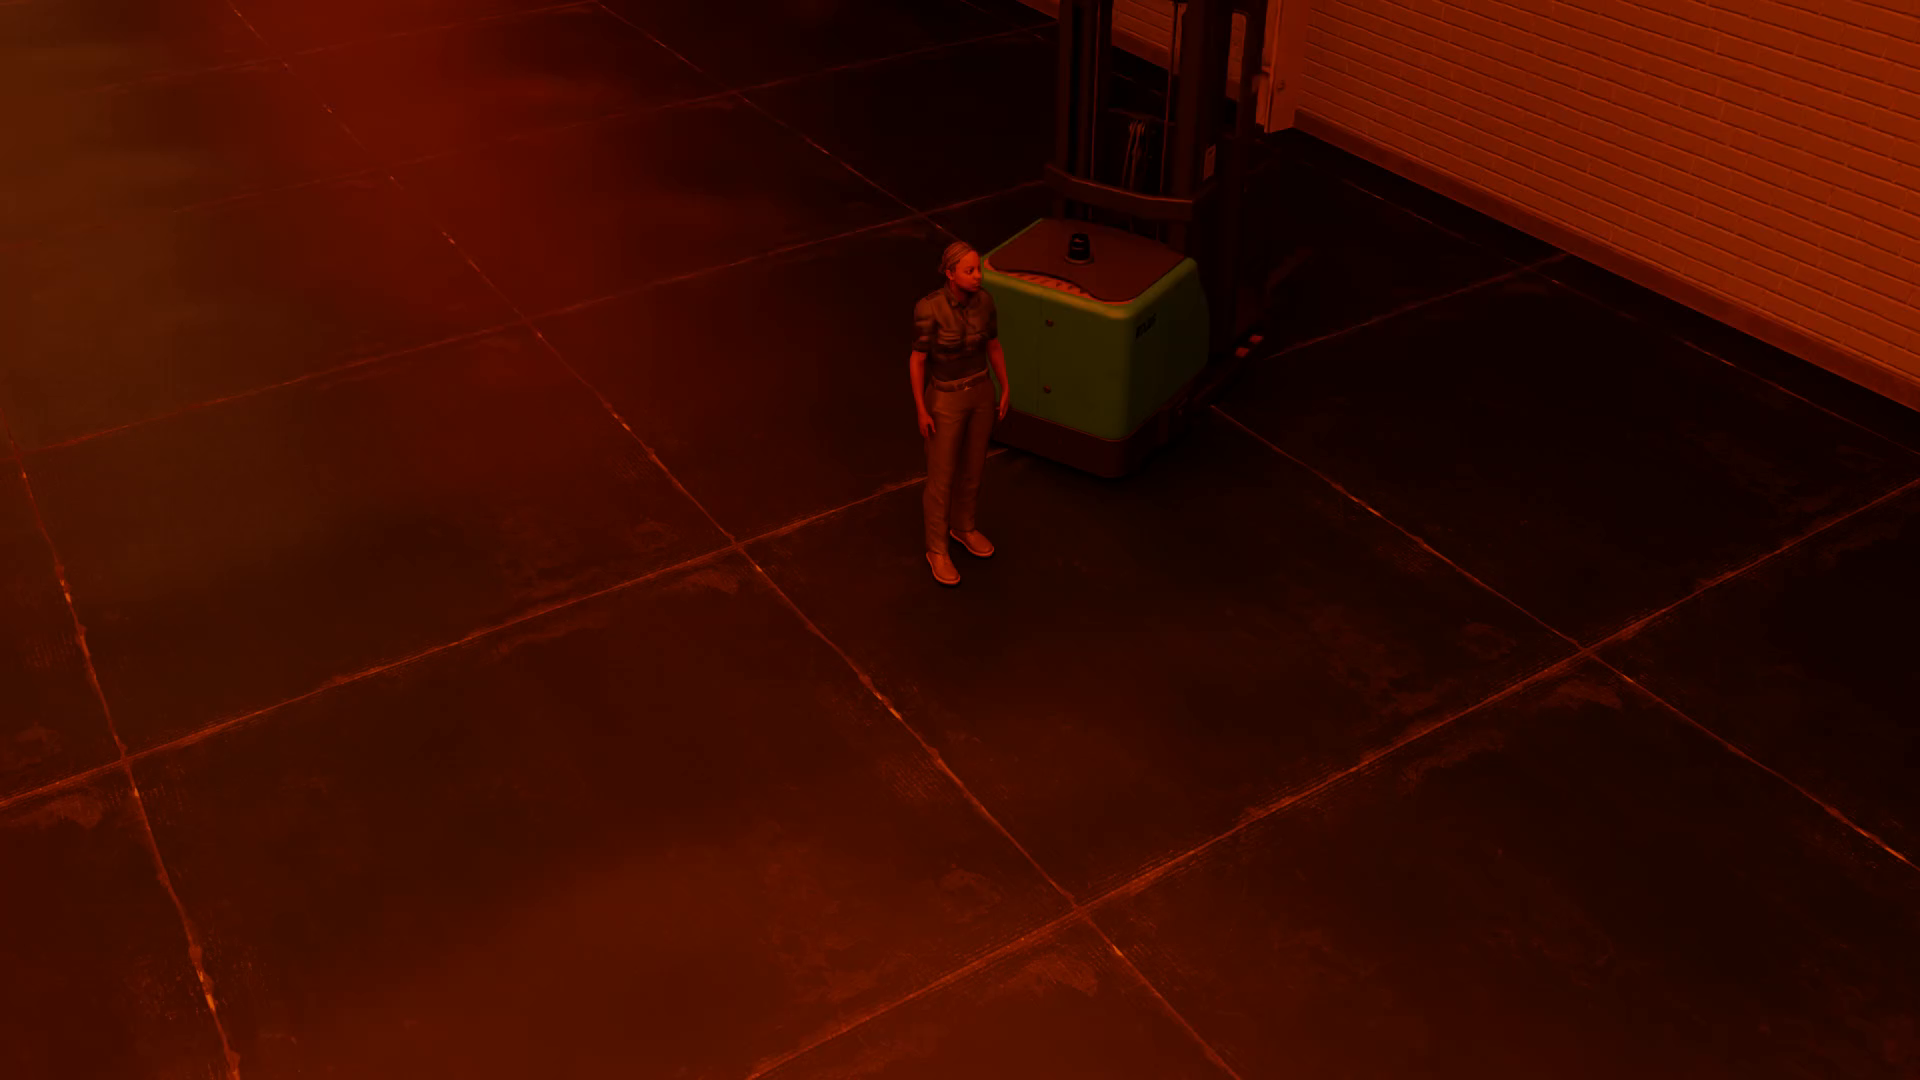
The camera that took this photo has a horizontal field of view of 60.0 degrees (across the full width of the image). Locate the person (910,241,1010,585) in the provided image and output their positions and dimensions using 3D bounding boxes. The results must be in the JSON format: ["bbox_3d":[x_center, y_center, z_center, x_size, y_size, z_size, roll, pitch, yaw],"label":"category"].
[{"bbox_3d":[0.032,-0.634,8.148,0.570,1.657,0.502,-21,40,-27],"label":"person"}]

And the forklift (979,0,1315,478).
[{"bbox_3d":[1.253,-2.344,9.483,1.130,2.935,3.031,21,40,27],"label":"forklift"}]
